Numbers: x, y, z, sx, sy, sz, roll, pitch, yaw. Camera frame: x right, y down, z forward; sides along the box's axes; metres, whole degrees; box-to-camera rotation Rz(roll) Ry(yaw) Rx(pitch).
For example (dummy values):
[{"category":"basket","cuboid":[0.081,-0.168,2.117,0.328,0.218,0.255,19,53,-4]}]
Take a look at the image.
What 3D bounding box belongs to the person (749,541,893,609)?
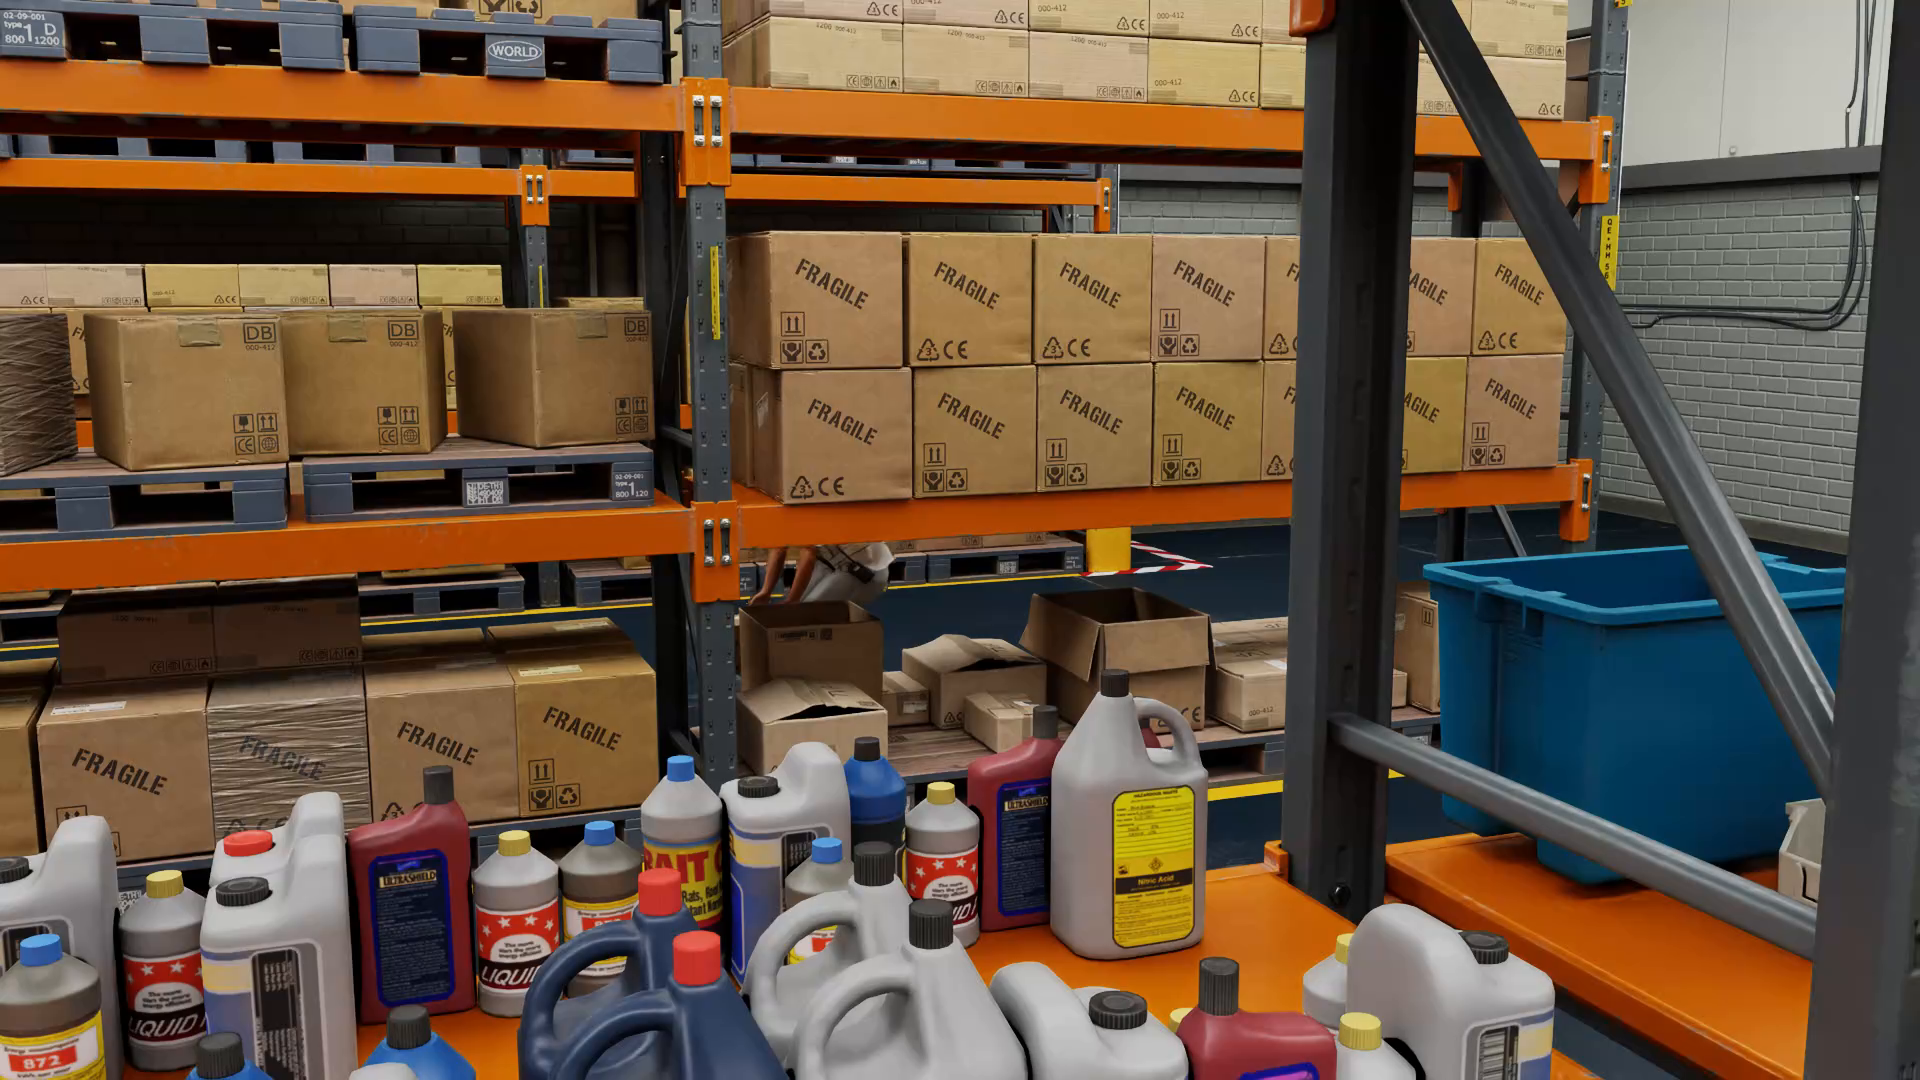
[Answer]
[{"category":"person","cuboid":[-0.724,0.203,8.371,0.783,1.268,0.538,-4,10,-21]}]
